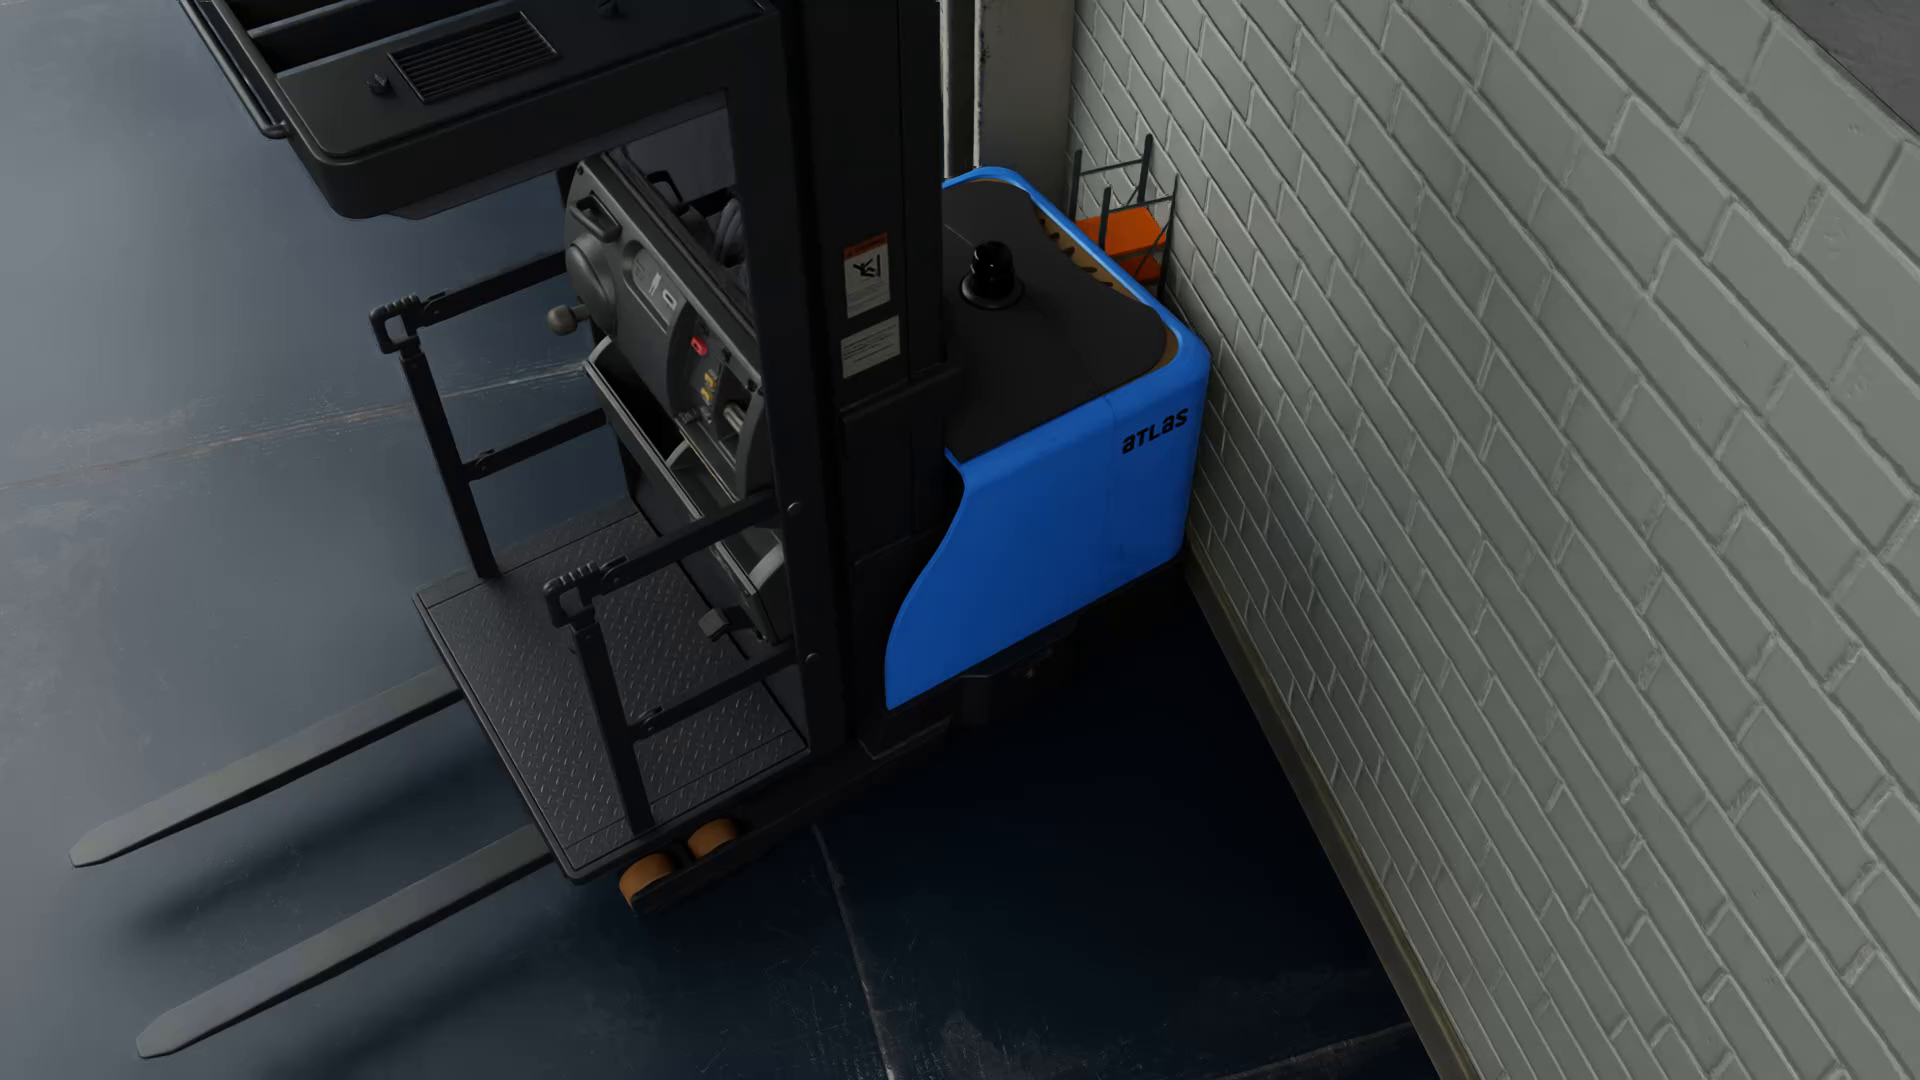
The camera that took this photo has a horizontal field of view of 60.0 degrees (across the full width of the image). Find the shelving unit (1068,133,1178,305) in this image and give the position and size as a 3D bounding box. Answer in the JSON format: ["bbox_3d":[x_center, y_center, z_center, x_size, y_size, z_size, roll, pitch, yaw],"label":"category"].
[{"bbox_3d":[0.442,-0.635,4.989,0.258,1.200,0.189,-16,51,-16],"label":"shelving unit"}]

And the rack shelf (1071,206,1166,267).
[{"bbox_3d":[0.453,-0.846,4.755,0.258,0.103,0.180,-16,51,-16],"label":"rack shelf"}]

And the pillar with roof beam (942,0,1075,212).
[{"bbox_3d":[-3.964,-2.867,1.781,9.100,9.000,0.400,-13,51,-11],"label":"pillar with roof beam"}]

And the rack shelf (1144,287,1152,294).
[{"bbox_3d":[0.444,-0.686,4.933,0.258,0.103,0.180,-16,51,-16],"label":"rack shelf"}]

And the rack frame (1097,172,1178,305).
[{"bbox_3d":[0.477,-0.572,4.934,0.240,1.200,0.006,-16,51,-16],"label":"rack frame"}]

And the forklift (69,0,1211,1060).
[{"bbox_3d":[-0.850,-0.423,3.689,3.031,2.935,1.130,-27,55,-21],"label":"forklift"}]

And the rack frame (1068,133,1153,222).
[{"bbox_3d":[0.406,-0.699,5.045,0.240,1.200,0.006,-16,51,-16],"label":"rack frame"}]

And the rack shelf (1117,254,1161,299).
[{"bbox_3d":[0.448,-0.766,4.844,0.258,0.103,0.180,-16,51,-16],"label":"rack shelf"}]
